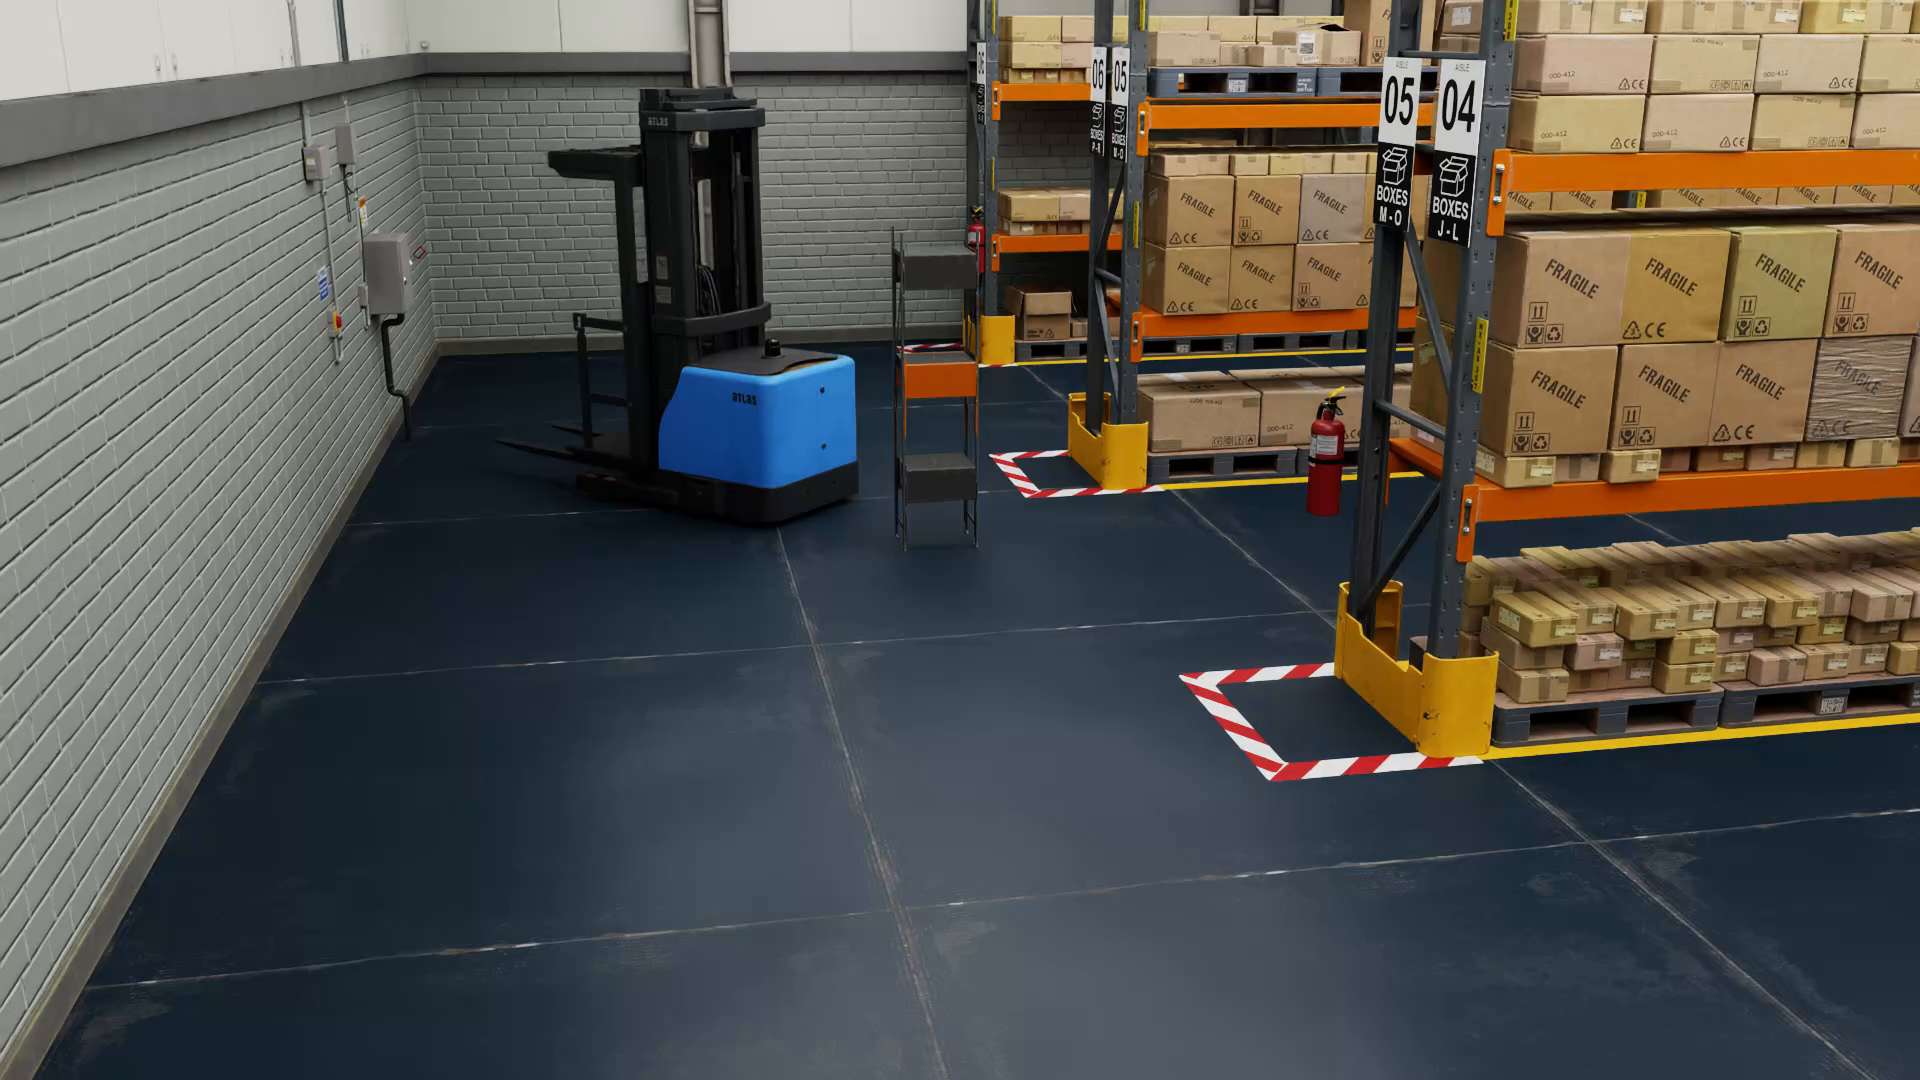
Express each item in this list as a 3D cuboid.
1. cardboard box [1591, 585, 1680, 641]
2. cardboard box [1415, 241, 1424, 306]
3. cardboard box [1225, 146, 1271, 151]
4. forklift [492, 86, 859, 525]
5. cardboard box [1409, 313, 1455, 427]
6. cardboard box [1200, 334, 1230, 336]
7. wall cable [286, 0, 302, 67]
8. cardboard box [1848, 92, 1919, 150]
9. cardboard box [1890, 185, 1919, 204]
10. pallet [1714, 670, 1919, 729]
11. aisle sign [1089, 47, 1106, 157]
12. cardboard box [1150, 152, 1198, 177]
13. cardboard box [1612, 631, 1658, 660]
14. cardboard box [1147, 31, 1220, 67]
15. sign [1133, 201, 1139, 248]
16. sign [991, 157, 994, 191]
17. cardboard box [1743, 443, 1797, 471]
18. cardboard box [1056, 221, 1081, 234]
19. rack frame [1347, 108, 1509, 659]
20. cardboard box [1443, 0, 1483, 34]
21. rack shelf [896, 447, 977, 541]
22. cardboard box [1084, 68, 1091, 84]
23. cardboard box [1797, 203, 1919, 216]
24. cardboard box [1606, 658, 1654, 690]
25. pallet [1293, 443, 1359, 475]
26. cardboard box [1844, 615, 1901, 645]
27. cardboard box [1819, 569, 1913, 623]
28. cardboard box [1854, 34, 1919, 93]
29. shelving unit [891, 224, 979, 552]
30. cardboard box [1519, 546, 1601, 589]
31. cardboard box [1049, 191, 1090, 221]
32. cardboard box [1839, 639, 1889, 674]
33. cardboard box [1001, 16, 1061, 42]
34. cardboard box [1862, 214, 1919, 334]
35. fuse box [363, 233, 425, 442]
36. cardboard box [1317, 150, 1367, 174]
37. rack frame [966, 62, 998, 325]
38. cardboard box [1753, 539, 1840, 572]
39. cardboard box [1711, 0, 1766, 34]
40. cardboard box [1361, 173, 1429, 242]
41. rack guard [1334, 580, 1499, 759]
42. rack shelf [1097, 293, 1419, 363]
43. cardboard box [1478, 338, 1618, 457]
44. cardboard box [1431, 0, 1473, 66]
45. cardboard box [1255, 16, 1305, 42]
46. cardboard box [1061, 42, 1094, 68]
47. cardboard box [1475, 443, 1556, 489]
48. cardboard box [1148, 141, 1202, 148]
[{"bbox_3d":[3.306,0.356,8.171,0.250,0.149,0.380,-3,17,-11],"label":"cardboard box"},{"bbox_3d":[3.695,-2.093,12.848,0.500,0.500,0.500,-4,17,-11],"label":"cardboard box"},{"bbox_3d":[2.221,-2.960,12.862,0.250,0.149,0.380,-3,17,-9],"label":"cardboard box"},{"bbox_3d":[-2.252,-1.817,12.236,3.031,2.935,1.130,11,20,32],"label":"forklift"},{"bbox_3d":[2.600,-0.852,8.302,0.500,0.500,0.500,-3,17,-9],"label":"cardboard box"},{"bbox_3d":[2.708,-2.522,17.957,0.500,0.500,0.700,-4,18,-13],"label":"cardboard box"},{"bbox_3d":[-4.362,-4.454,10.488,0.029,3.000,0.463,-3,17,-10],"label":"wall cable"},{"bbox_3d":[4.227,-1.963,7.740,0.500,0.250,0.500,-3,17,-11],"label":"cardboard box"},{"bbox_3d":[7.575,-2.795,13.430,0.500,0.500,0.500,-3,17,-10],"label":"cardboard box"},{"bbox_3d":[4.282,0.663,8.792,1.213,0.211,1.003,-3,17,-10],"label":"pallet"},{"bbox_3d":[1.040,-3.313,12.561,0.004,0.787,0.394,-3,17,-10],"label":"aisle sign"},{"bbox_3d":[1.570,-2.760,12.212,0.250,0.149,0.380,-3,17,-9],"label":"cardboard box"},{"bbox_3d":[3.274,0.463,8.328,0.250,0.149,0.380,-3,17,-10],"label":"cardboard box"},{"bbox_3d":[1.594,-3.646,12.336,0.500,0.250,0.500,-5,18,-16],"label":"cardboard box"},{"bbox_3d":[1.269,-2.276,12.004,0.005,0.325,0.100,-3,17,-10],"label":"sign"},{"bbox_3d":[0.327,-3.673,16.686,0.005,0.325,0.100,-3,17,-10],"label":"sign"},{"bbox_3d":[3.851,-0.460,8.128,0.250,0.149,0.380,-4,17,-12],"label":"cardboard box"},{"bbox_3d":[1.091,-3.287,17.331,0.250,0.149,0.380,-3,17,-11],"label":"cardboard box"},{"bbox_3d":[2.207,-0.563,8.037,0.127,3.000,1.000,-3,17,-10],"label":"rack frame"},{"bbox_3d":[2.478,-2.458,7.823,0.250,0.149,0.380,-3,17,-11],"label":"cardboard box"},{"bbox_3d":[-0.163,-0.312,11.183,0.480,0.518,0.431,-3,17,-10],"label":"rack shelf"},{"bbox_3d":[1.353,-4.696,16.810,0.250,0.149,0.380,-3,17,-9],"label":"cardboard box"},{"bbox_3d":[4.639,-1.447,8.533,0.500,0.500,0.500,-3,17,-10],"label":"cardboard box"},{"bbox_3d":[3.267,0.608,8.364,0.250,0.149,0.380,-3,17,-10],"label":"cardboard box"},{"bbox_3d":[3.135,-0.786,13.510,1.213,0.211,1.003,-3,17,-10],"label":"pallet"},{"bbox_3d":[4.585,0.396,8.546,0.250,0.149,0.380,-4,18,-13],"label":"cardboard box"},{"bbox_3d":[4.568,0.280,8.417,0.250,0.149,0.380,-4,17,-12],"label":"cardboard box"},{"bbox_3d":[4.195,-2.197,7.650,0.500,0.250,0.500,-4,18,-13],"label":"cardboard box"},{"bbox_3d":[-0.163,-0.995,10.973,0.503,2.100,0.431,-3,17,-10],"label":"shelving unit"},{"bbox_3d":[3.167,0.163,8.798,0.250,0.149,0.380,-4,17,-12],"label":"cardboard box"},{"bbox_3d":[1.215,-3.462,17.222,0.500,0.250,0.500,-3,17,-10],"label":"cardboard box"},{"bbox_3d":[4.529,0.549,8.556,0.250,0.149,0.380,-3,17,-9],"label":"cardboard box"},{"bbox_3d":[0.707,-5.111,16.632,0.500,0.250,0.500,-3,17,-11],"label":"cardboard box"},{"bbox_3d":[4.713,-1.295,8.040,0.500,0.500,0.500,-3,17,-9],"label":"cardboard box"},{"bbox_3d":[-4.618,-1.662,13.807,0.414,1.711,0.539,-3,17,-10],"label":"fuse box"},{"bbox_3d":[2.847,-2.828,12.434,0.250,0.149,0.380,-3,17,-10],"label":"cardboard box"},{"bbox_3d":[0.224,-3.415,17.322,0.127,3.000,1.000,-3,17,-10],"label":"rack frame"},{"bbox_3d":[4.468,0.128,8.912,0.250,0.149,0.380,-4,18,-13],"label":"cardboard box"},{"bbox_3d":[3.341,-2.324,7.385,0.250,0.149,0.380,-3,17,-10],"label":"cardboard box"},{"bbox_3d":[3.194,-2.545,12.615,0.500,0.500,0.500,-3,17,-10],"label":"cardboard box"},{"bbox_3d":[2.282,0.627,8.418,0.348,0.500,1.175,-3,17,-10],"label":"rack guard"},{"bbox_3d":[3.133,-1.752,13.133,4.000,0.370,1.077,-3,17,-10],"label":"rack shelf"},{"bbox_3d":[2.701,-0.699,7.801,0.500,0.500,0.500,-2,17,-8],"label":"cardboard box"},{"bbox_3d":[3.779,-3.855,12.583,0.637,0.503,0.797,-2,17,-6],"label":"cardboard box"},{"bbox_3d":[3.205,-5.253,17.095,0.500,0.250,0.500,-4,17,-11],"label":"cardboard box"},{"bbox_3d":[1.207,-4.900,16.796,0.500,0.250,0.500,-3,17,-9],"label":"cardboard box"},{"bbox_3d":[2.588,-0.367,7.825,0.250,0.149,0.380,-3,17,-11],"label":"cardboard box"},{"bbox_3d":[2.193,-3.876,17.293,0.500,0.500,0.500,-3,17,-9],"label":"cardboard box"}]
